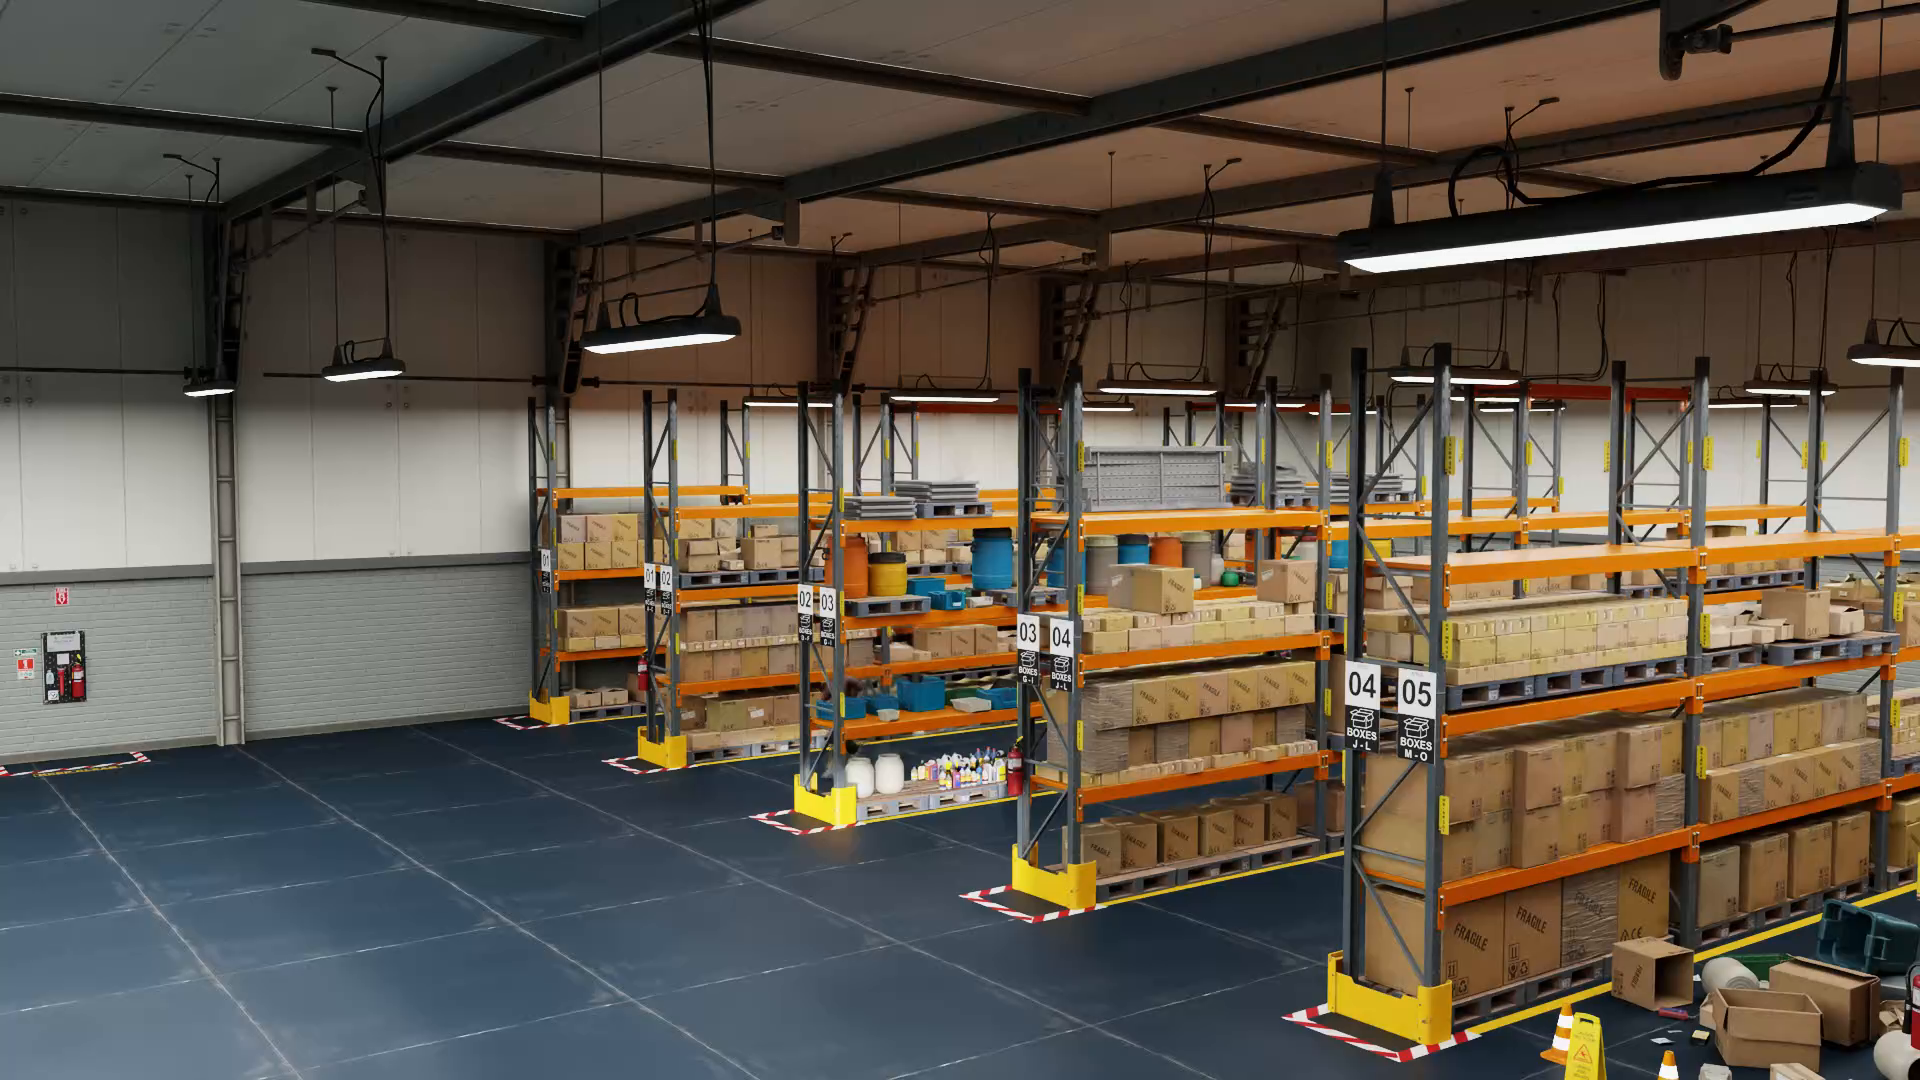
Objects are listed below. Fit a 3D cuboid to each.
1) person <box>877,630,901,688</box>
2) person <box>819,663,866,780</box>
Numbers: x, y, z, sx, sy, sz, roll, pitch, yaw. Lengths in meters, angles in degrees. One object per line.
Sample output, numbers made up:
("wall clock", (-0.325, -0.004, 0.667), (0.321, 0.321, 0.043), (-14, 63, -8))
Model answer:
("person", (-1.280, 2.509, 31.472), (0.575, 1.631, 0.614), (-3, 5, -43))
("person", (-1.816, 2.748, 25.824), (0.718, 1.799, 1.059), (3, 4, 41))
